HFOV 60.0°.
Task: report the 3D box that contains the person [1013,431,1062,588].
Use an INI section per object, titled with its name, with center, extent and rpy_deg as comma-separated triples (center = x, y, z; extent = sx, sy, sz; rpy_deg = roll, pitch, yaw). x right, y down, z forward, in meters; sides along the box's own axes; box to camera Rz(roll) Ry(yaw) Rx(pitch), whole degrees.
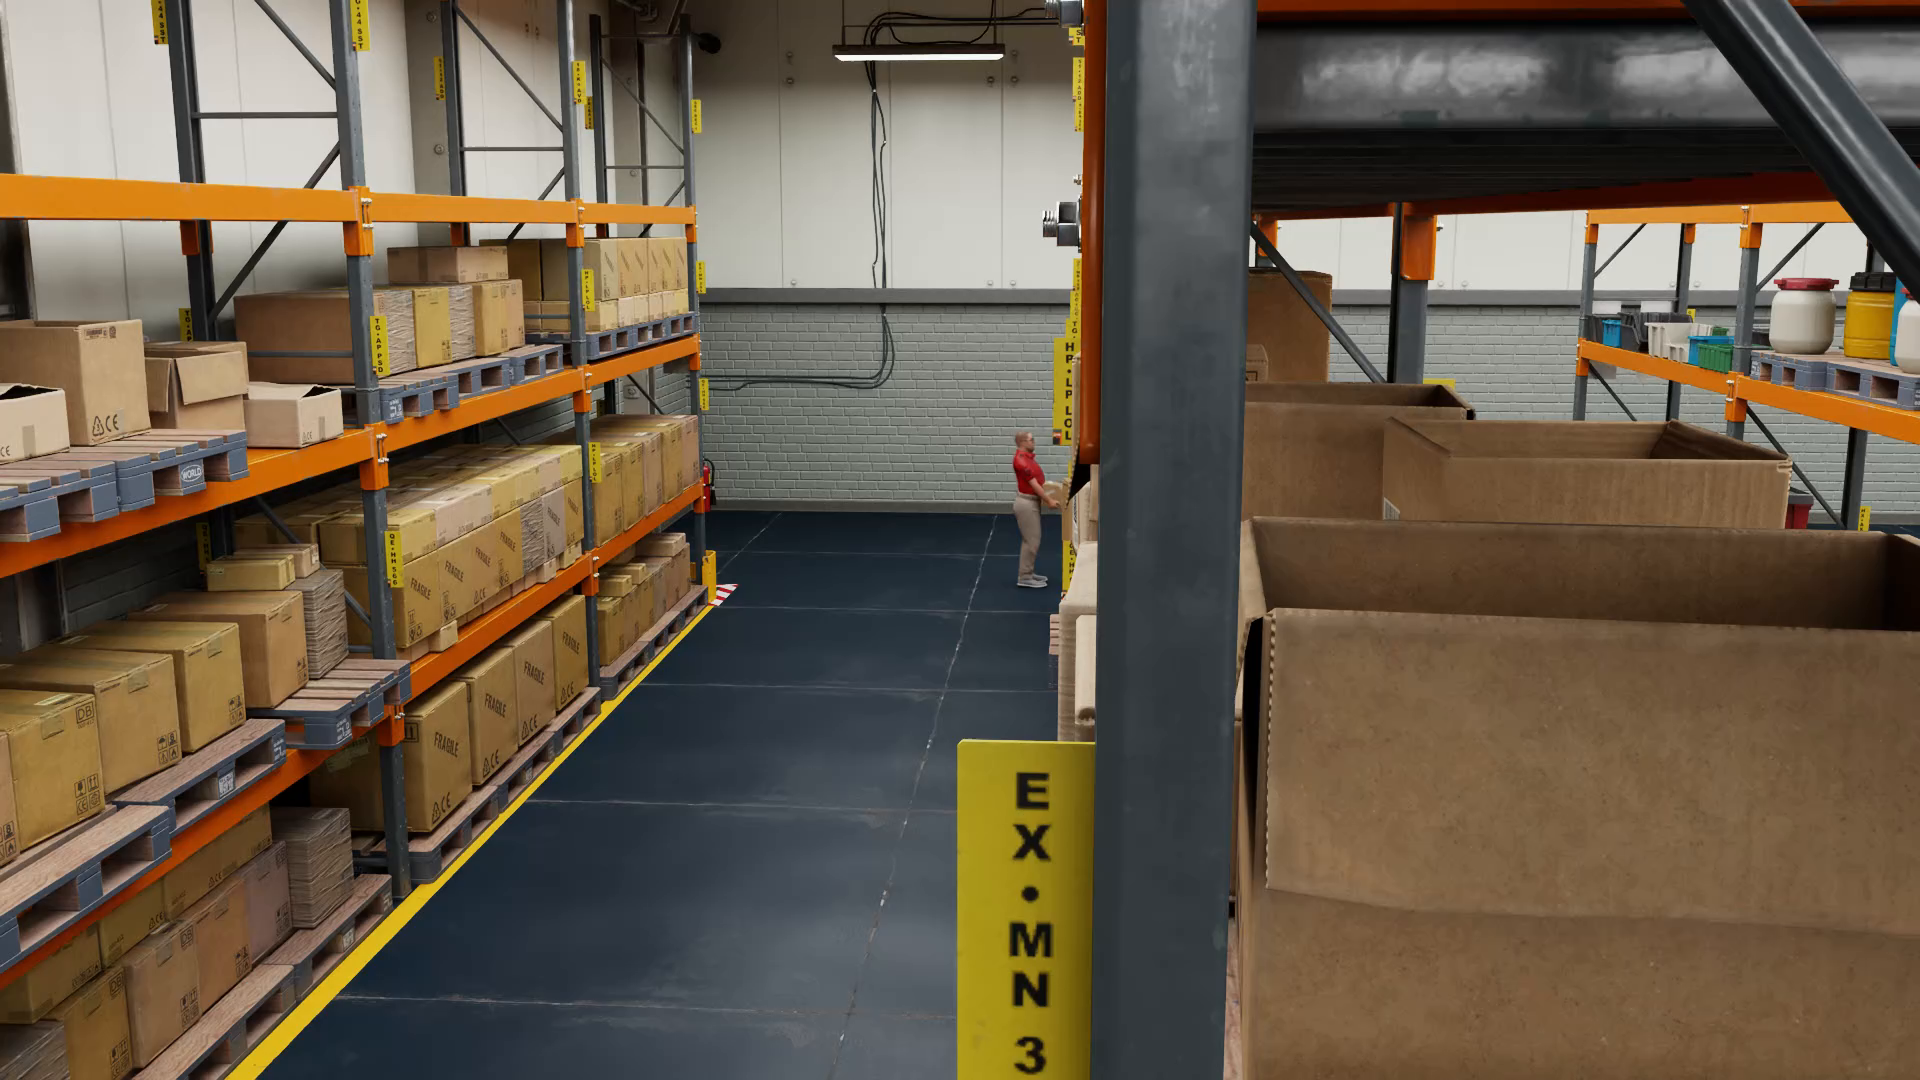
[person]
center = 0.859, -0.351, 18.371
extent = 0.538, 1.714, 0.494
rpy_deg = 1, 11, 5
